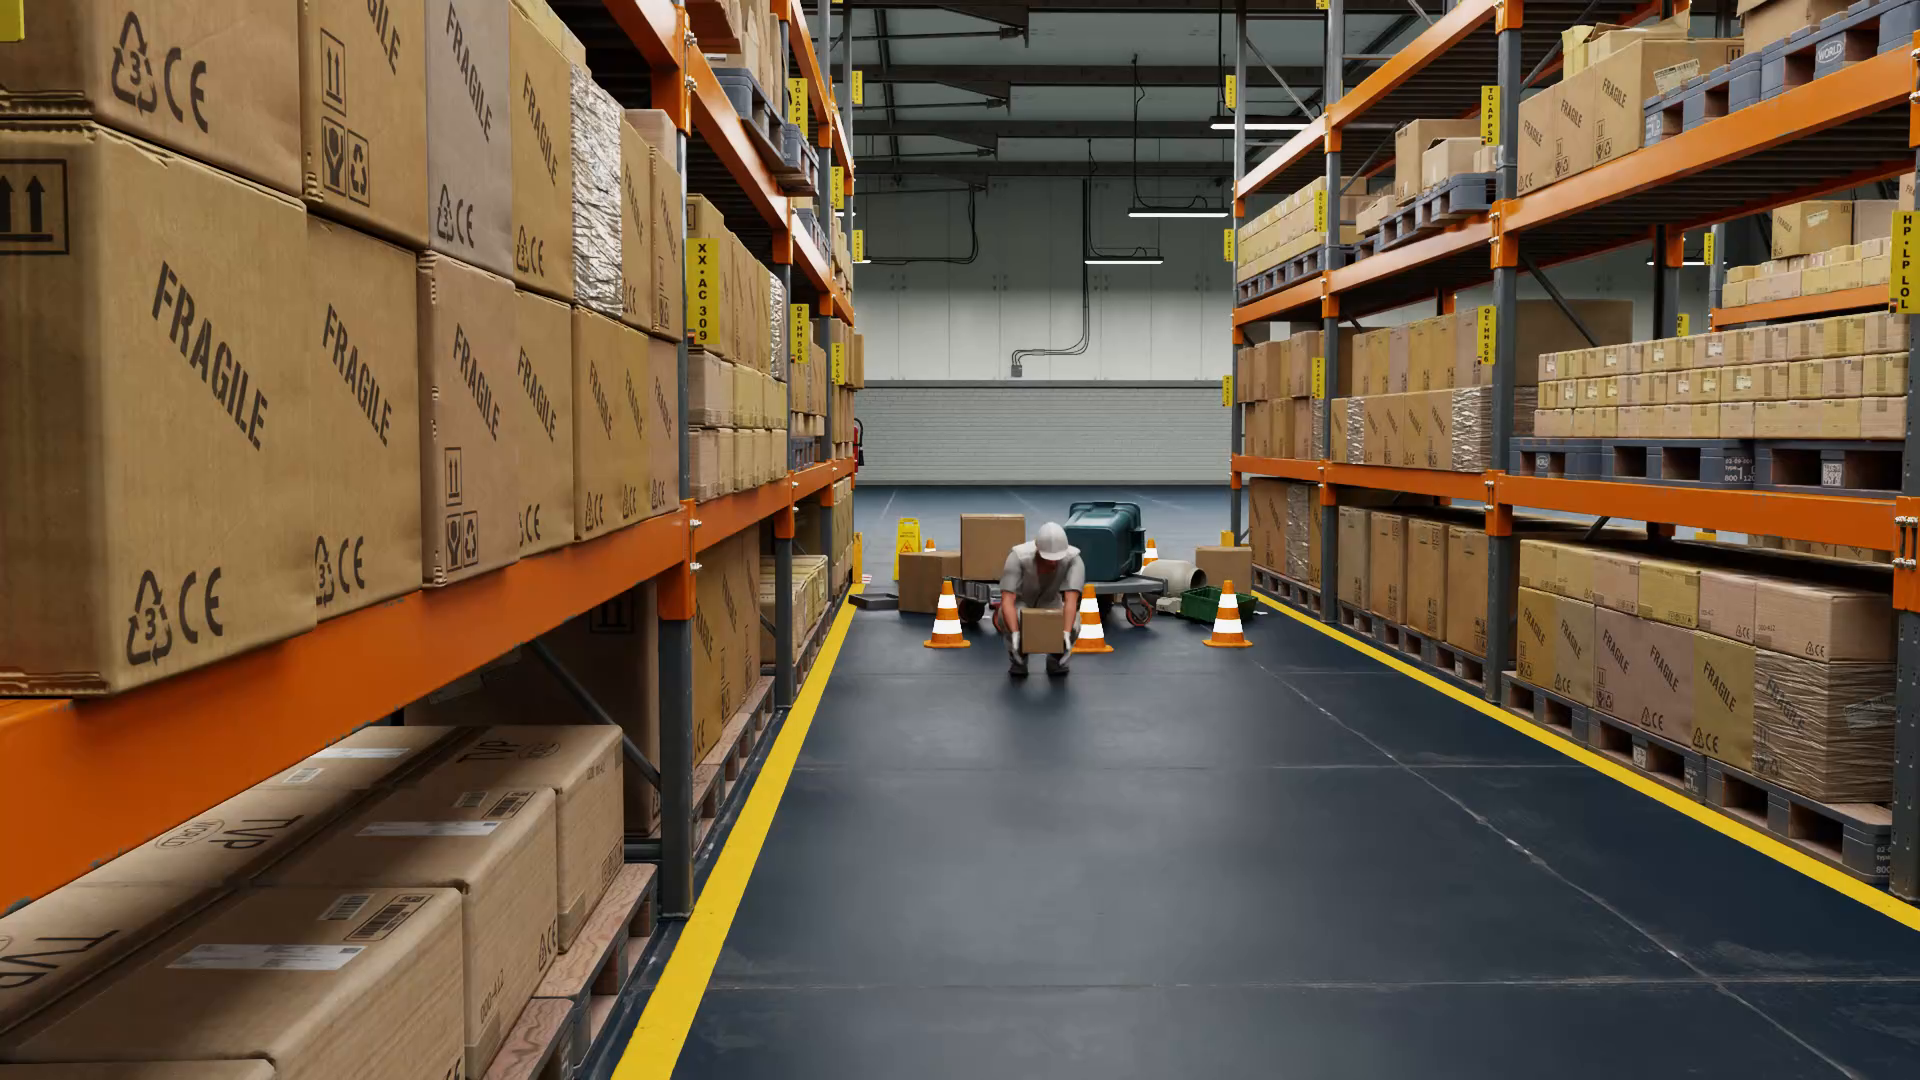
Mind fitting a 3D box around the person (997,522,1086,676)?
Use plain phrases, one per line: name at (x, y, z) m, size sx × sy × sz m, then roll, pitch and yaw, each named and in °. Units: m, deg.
person at (0.512, 0.371, 10.511) m, size 0.549 × 0.990 × 0.870 m, roll 0°, pitch 4°, yaw -2°
